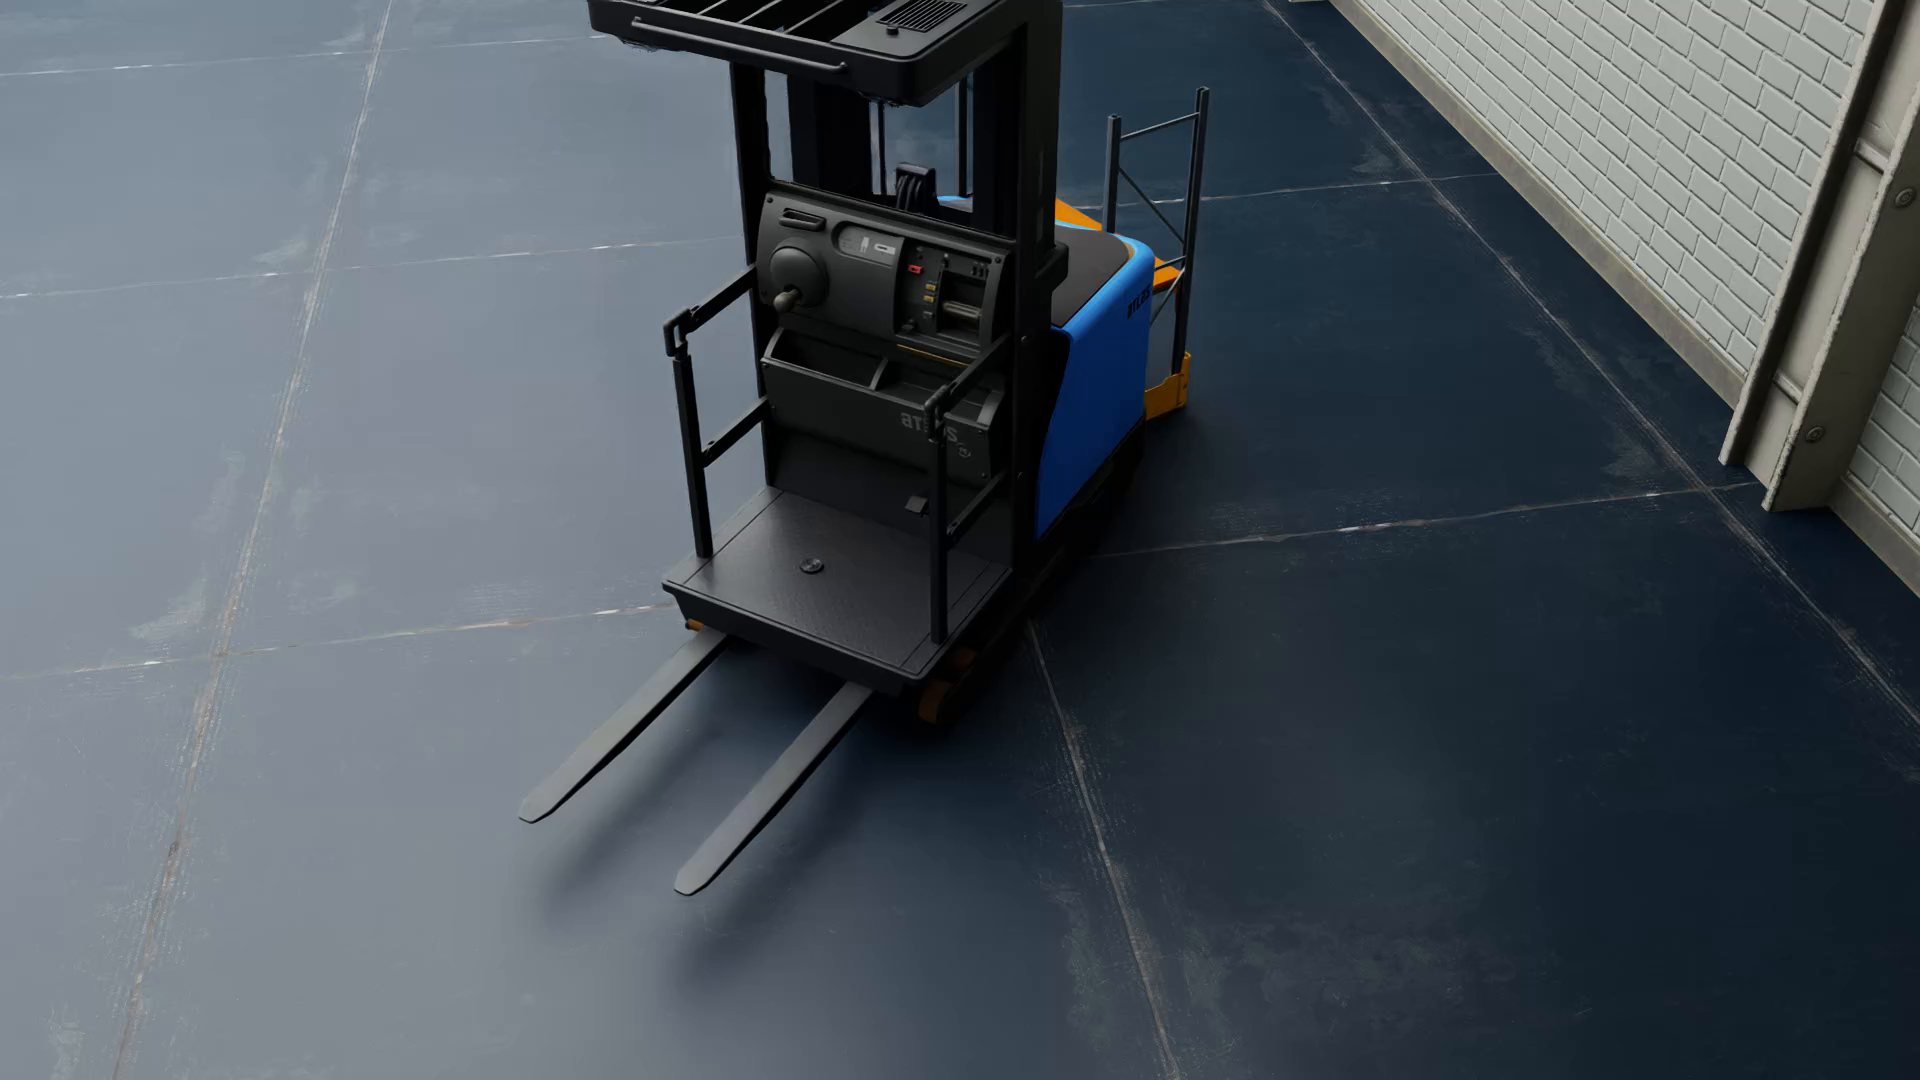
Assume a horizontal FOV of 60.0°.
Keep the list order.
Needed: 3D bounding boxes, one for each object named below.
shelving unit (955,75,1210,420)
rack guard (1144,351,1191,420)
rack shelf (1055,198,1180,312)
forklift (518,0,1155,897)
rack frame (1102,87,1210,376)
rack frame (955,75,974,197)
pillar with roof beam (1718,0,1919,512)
[{"bbox_3d":[0.482,-1.379,7.302,0.587,1.500,1.083,-24,44,-27],"label":"shelving unit"},{"bbox_3d":[0.771,-0.636,7.366,0.587,0.250,0.087,-24,44,-27],"label":"rack guard"},{"bbox_3d":[0.487,-1.232,7.407,0.538,0.185,1.000,-24,44,-27],"label":"rack shelf"},{"bbox_3d":[-0.376,-0.820,5.417,1.130,2.935,3.031,19,42,22],"label":"forklift"},{"bbox_3d":[0.782,-1.120,6.970,0.500,1.500,0.032,-24,44,-27],"label":"rack frame"},{"bbox_3d":[0.192,-1.628,7.623,0.500,1.500,0.032,-24,44,-27],"label":"rack frame"},{"bbox_3d":[-0.770,-3.342,3.717,9.100,9.000,0.400,-6,38,-8],"label":"pillar with roof beam"}]
